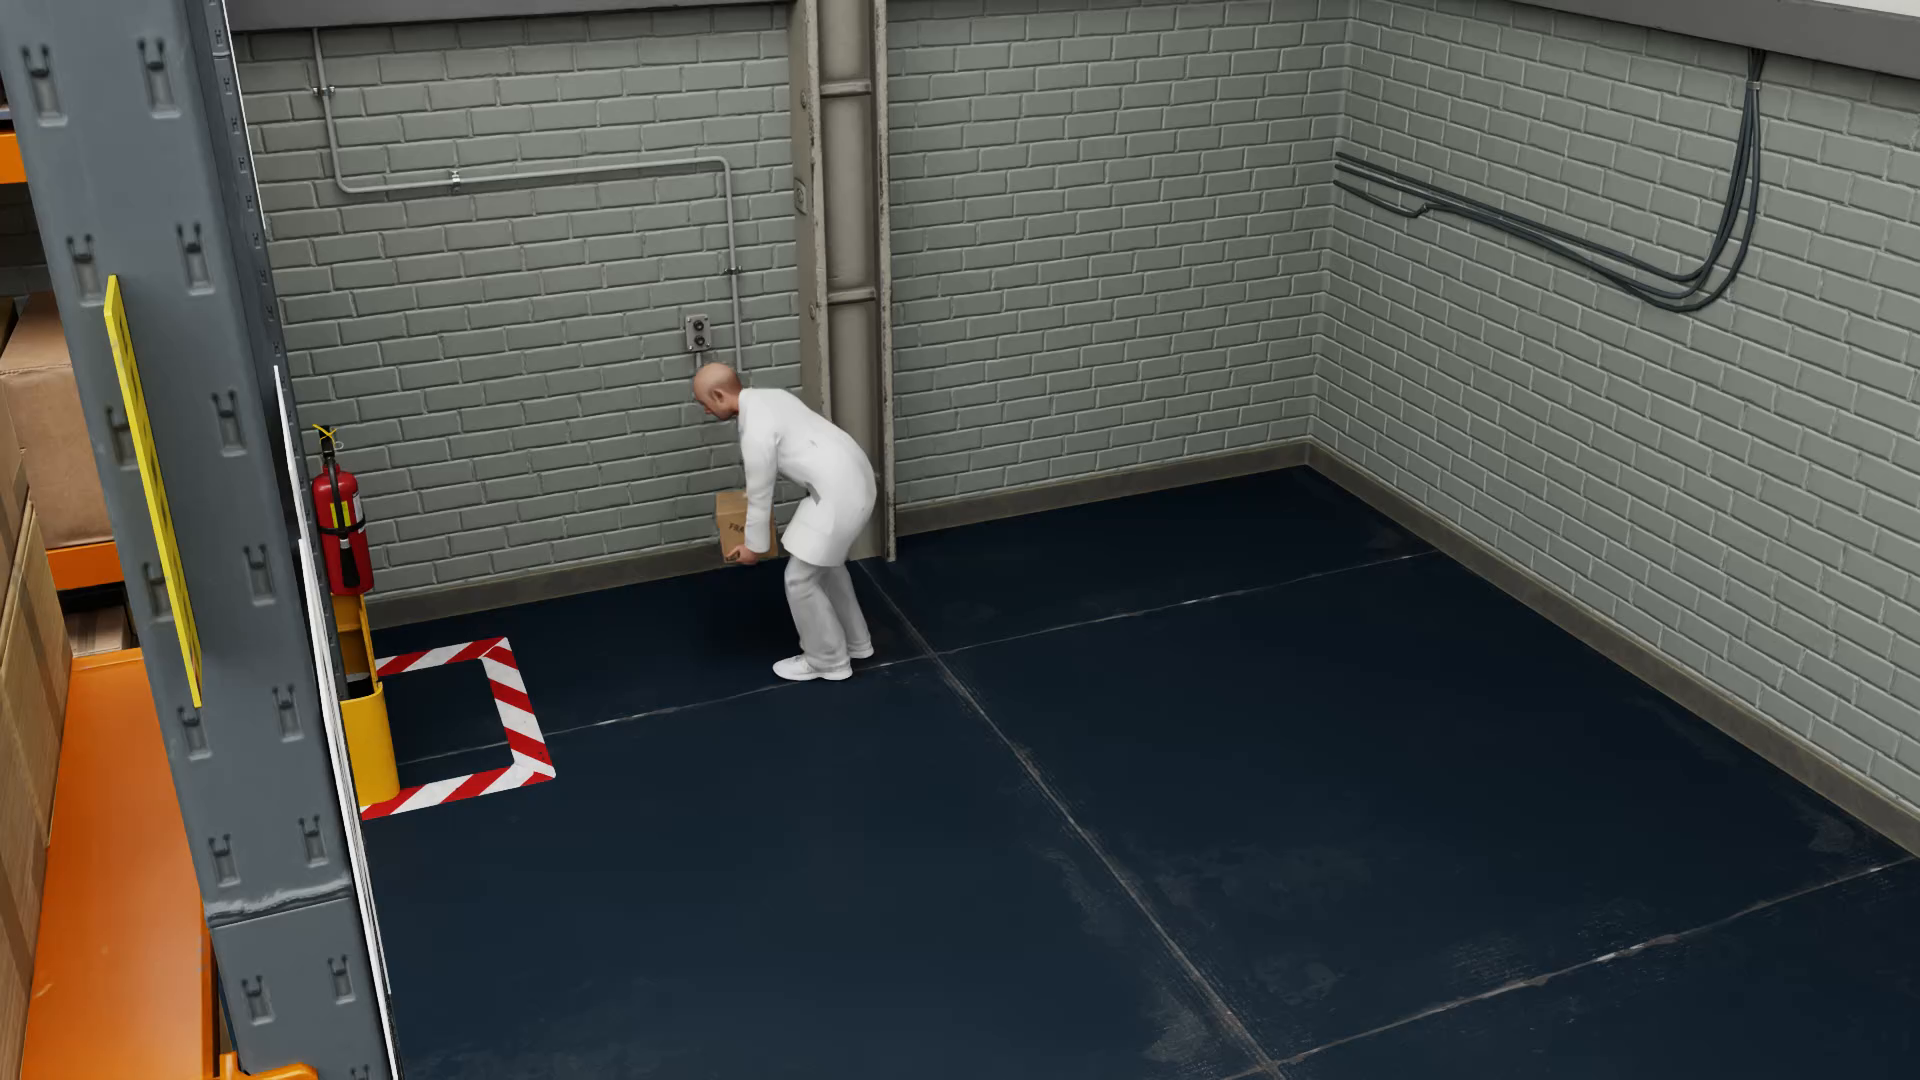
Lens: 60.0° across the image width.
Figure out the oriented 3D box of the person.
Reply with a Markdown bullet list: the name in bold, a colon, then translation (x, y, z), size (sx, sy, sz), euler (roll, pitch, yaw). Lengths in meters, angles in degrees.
- **person**: translation (-0.783, -0.092, 7.639), size (0.806, 1.508, 0.547), euler (4, 26, 8)
